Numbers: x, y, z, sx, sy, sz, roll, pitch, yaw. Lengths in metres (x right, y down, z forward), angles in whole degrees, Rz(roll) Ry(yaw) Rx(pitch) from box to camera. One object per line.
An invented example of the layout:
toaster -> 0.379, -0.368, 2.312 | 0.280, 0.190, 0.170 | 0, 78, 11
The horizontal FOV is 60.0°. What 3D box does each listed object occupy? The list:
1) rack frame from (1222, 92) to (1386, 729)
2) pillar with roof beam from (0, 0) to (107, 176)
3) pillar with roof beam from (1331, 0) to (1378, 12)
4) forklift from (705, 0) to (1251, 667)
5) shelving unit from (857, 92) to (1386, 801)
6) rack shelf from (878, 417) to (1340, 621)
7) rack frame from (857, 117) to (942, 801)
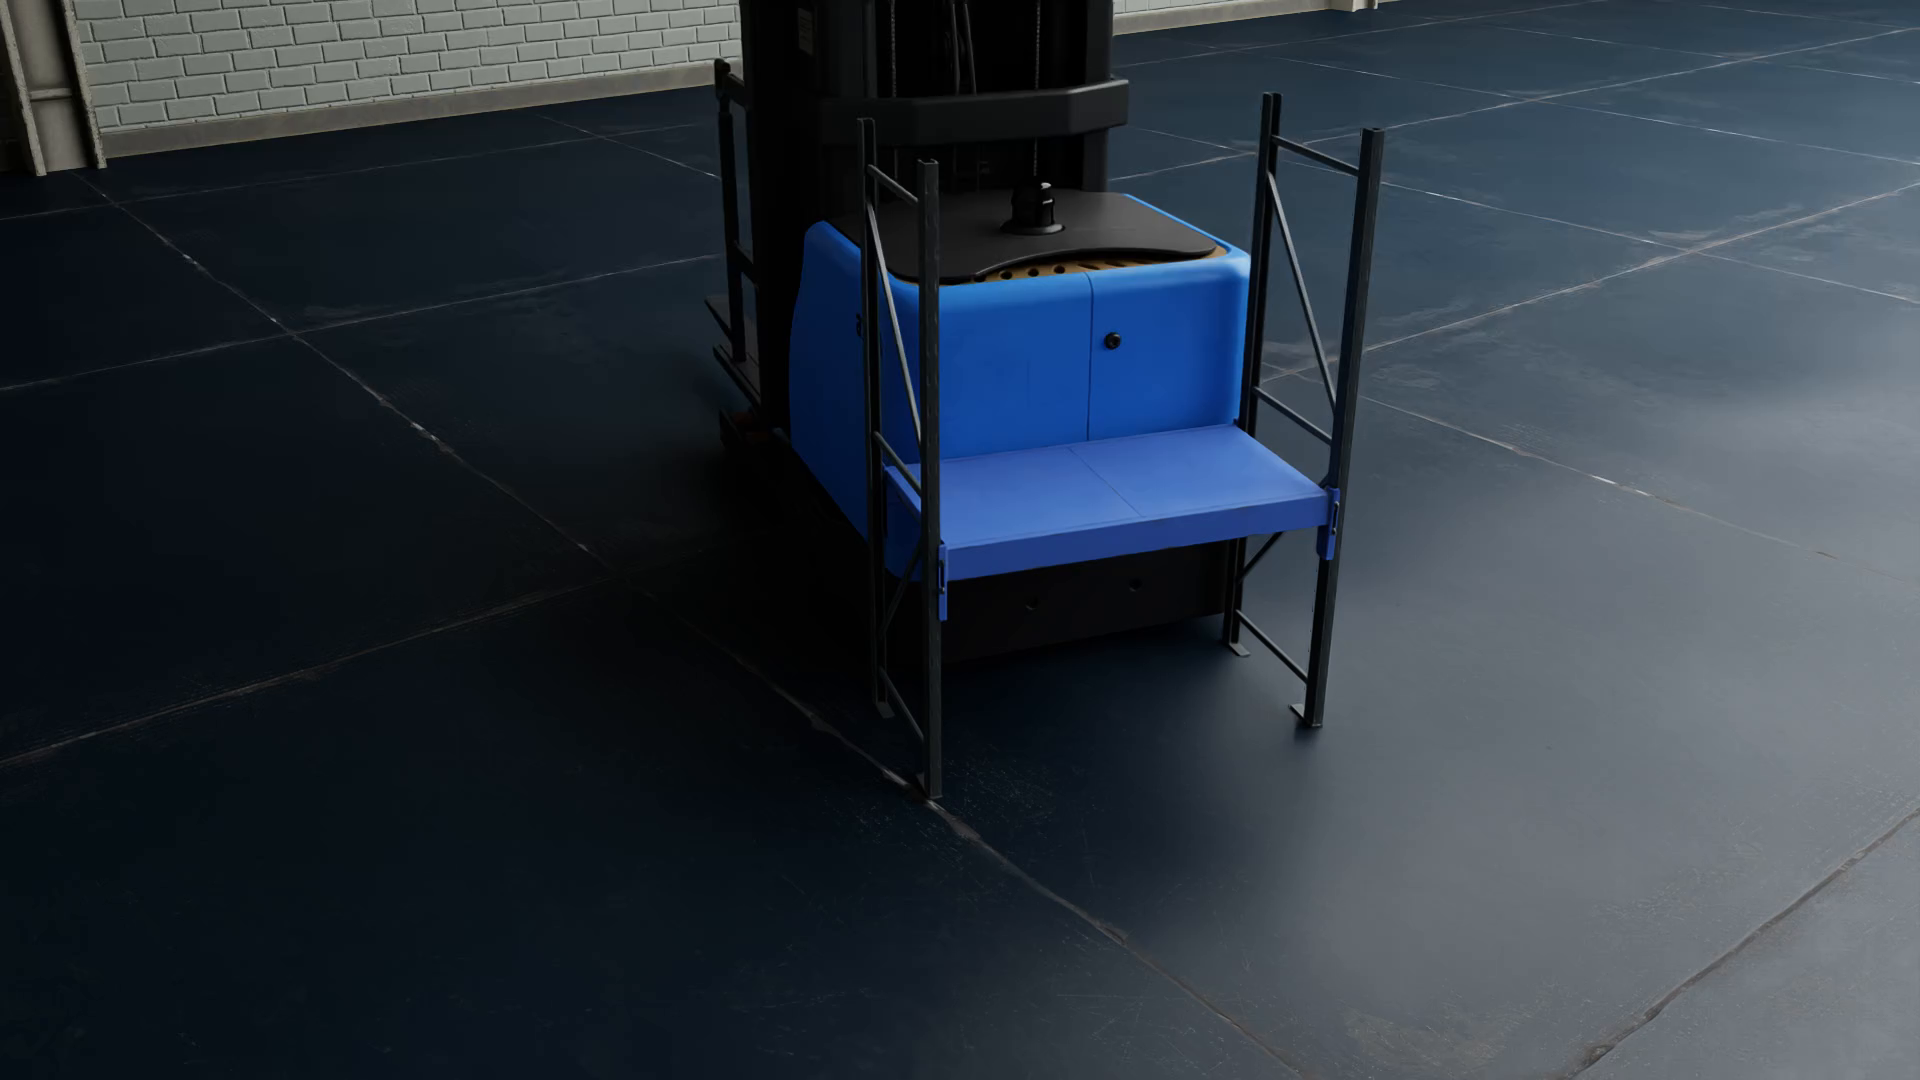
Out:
rack frame -> 0.826, -0.303, 4.121 | 0.032, 1.500, 0.500 | -8, 26, -17
pillar with roof beam -> -2.800, -4.930, 5.184 | 0.400, 9.000, 9.100 | -18, 31, -34
pillar with roof beam -> 6.643, -8.048, 11.901 | 0.400, 9.000, 9.100 | -18, 31, -34
forklift -> -0.203, -1.592, 5.199 | 1.130, 2.935, 3.031 | -9, 26, -19
shelving unit -> 0.345, -0.234, 3.973 | 1.048, 1.500, 0.538 | -8, 26, -17
rack shelf -> 0.345, -0.071, 4.049 | 1.000, 0.185, 0.538 | -8, 26, -17
rack frame -> -0.137, -0.166, 3.826 | 0.032, 1.500, 0.500 | -8, 26, -17
